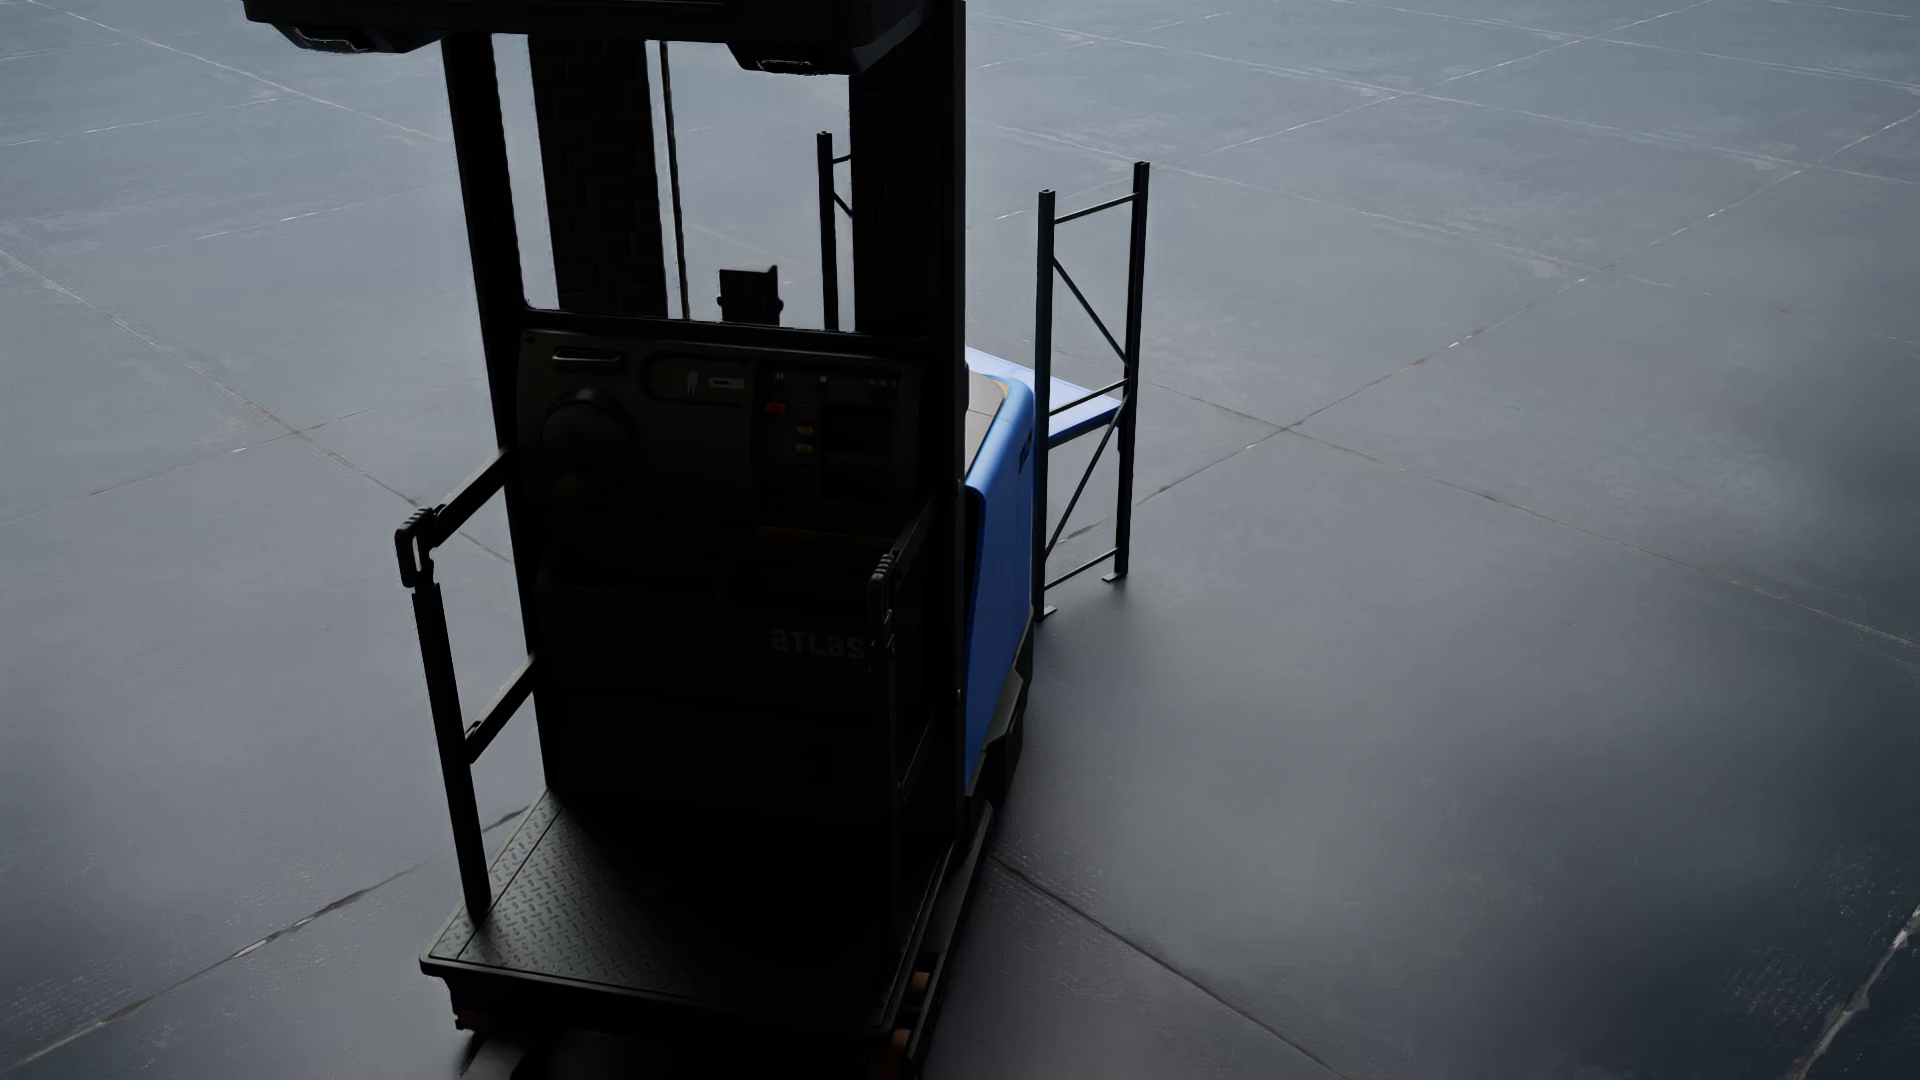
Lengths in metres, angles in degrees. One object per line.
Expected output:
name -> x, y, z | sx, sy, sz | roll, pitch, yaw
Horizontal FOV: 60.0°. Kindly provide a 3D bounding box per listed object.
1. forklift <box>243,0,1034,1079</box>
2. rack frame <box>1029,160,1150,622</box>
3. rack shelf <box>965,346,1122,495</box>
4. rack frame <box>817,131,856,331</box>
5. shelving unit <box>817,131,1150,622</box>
forklift -> -0.582, -0.207, 3.494 | 1.130, 2.935, 3.031 | 6, 28, 11
rack frame -> 0.423, -0.470, 5.533 | 0.032, 1.500, 0.500 | 25, 36, 38
rack shelf -> 0.061, -0.477, 5.932 | 1.000, 0.185, 0.538 | 25, 36, 38
rack frame -> -0.302, -0.802, 6.163 | 0.032, 1.500, 0.500 | 25, 36, 38
shelving unit -> 0.061, -0.636, 5.848 | 1.048, 1.500, 0.538 | 25, 36, 38
